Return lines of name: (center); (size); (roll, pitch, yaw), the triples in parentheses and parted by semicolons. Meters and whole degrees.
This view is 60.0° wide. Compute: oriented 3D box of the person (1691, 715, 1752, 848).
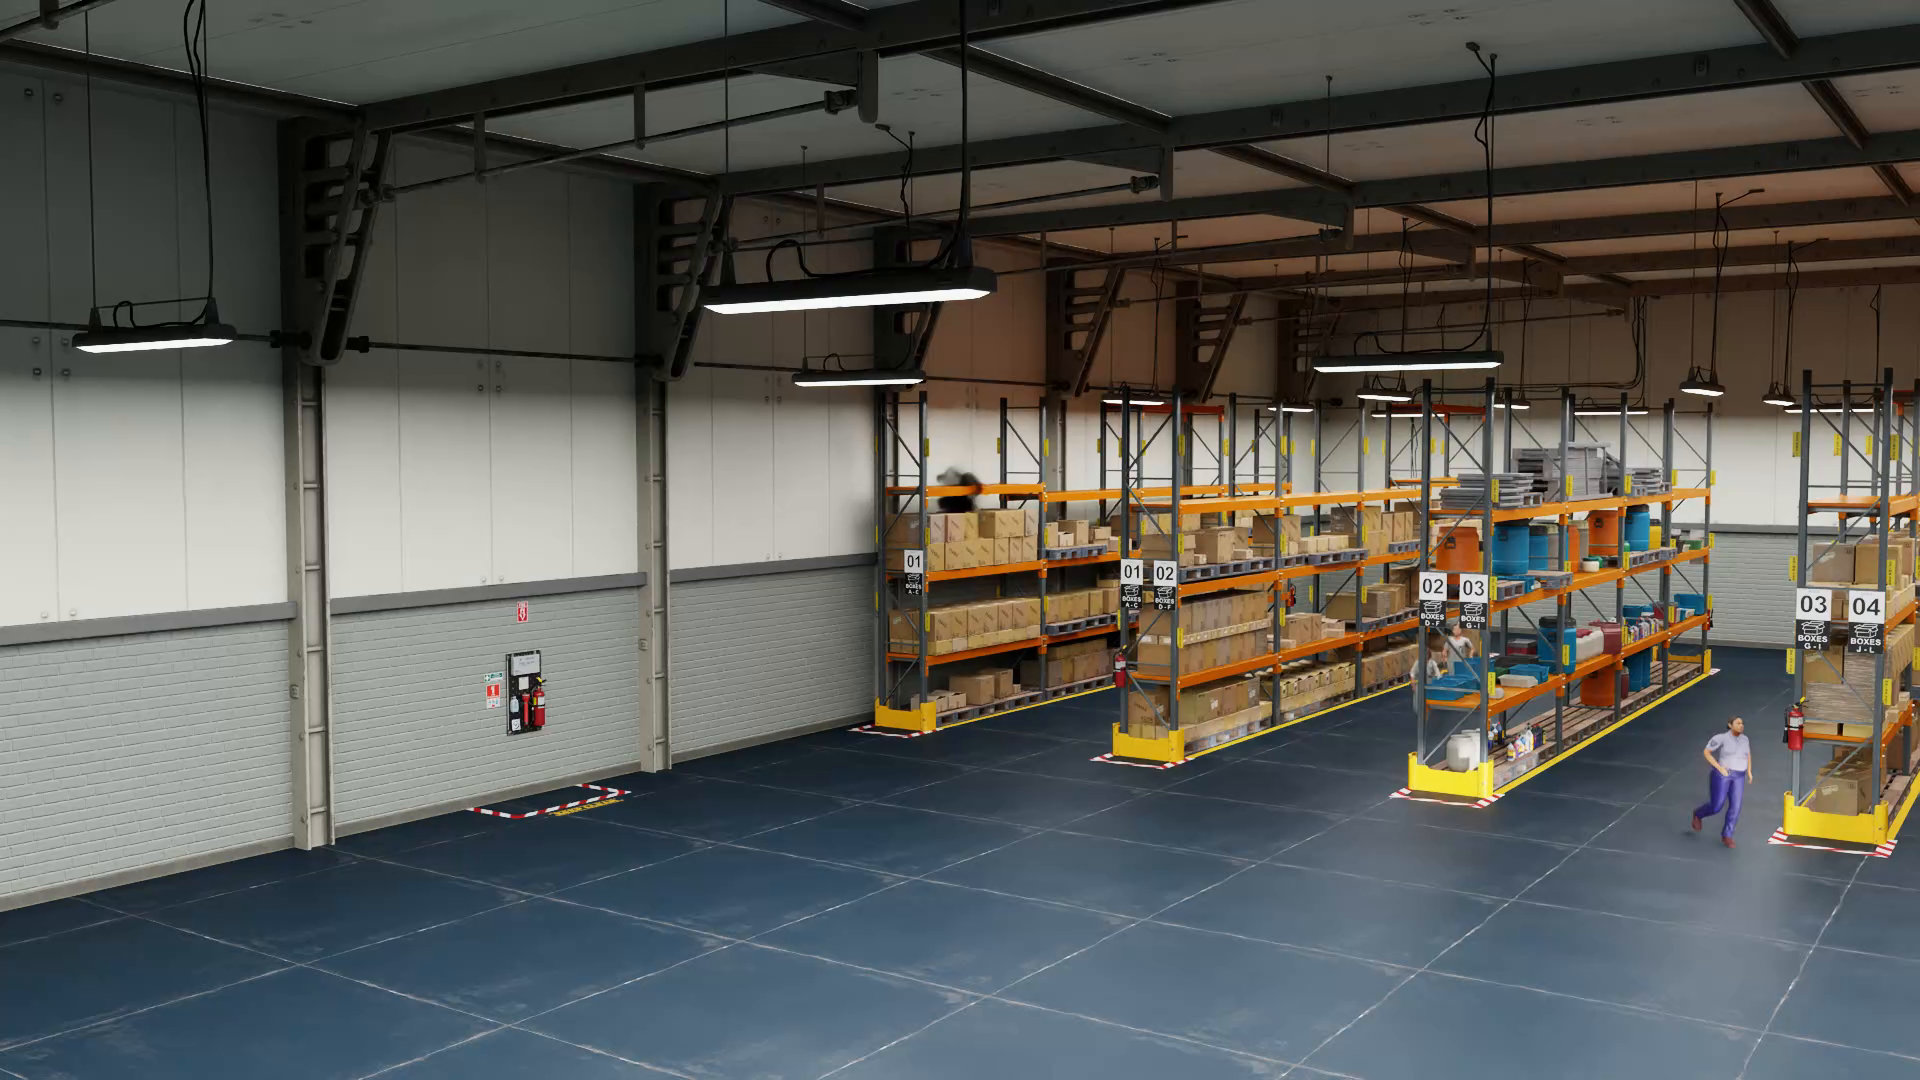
person: (9.795, 3.032, 21.142); (0.673, 1.603, 0.826); (0, 3, -4)

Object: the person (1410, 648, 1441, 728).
person: (8.035, 2.634, 28.790); (0.547, 1.558, 0.517); (2, 4, 26)

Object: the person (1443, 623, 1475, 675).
person: (9.543, 2.417, 31.898); (0.583, 1.635, 0.894); (2, 4, 26)
